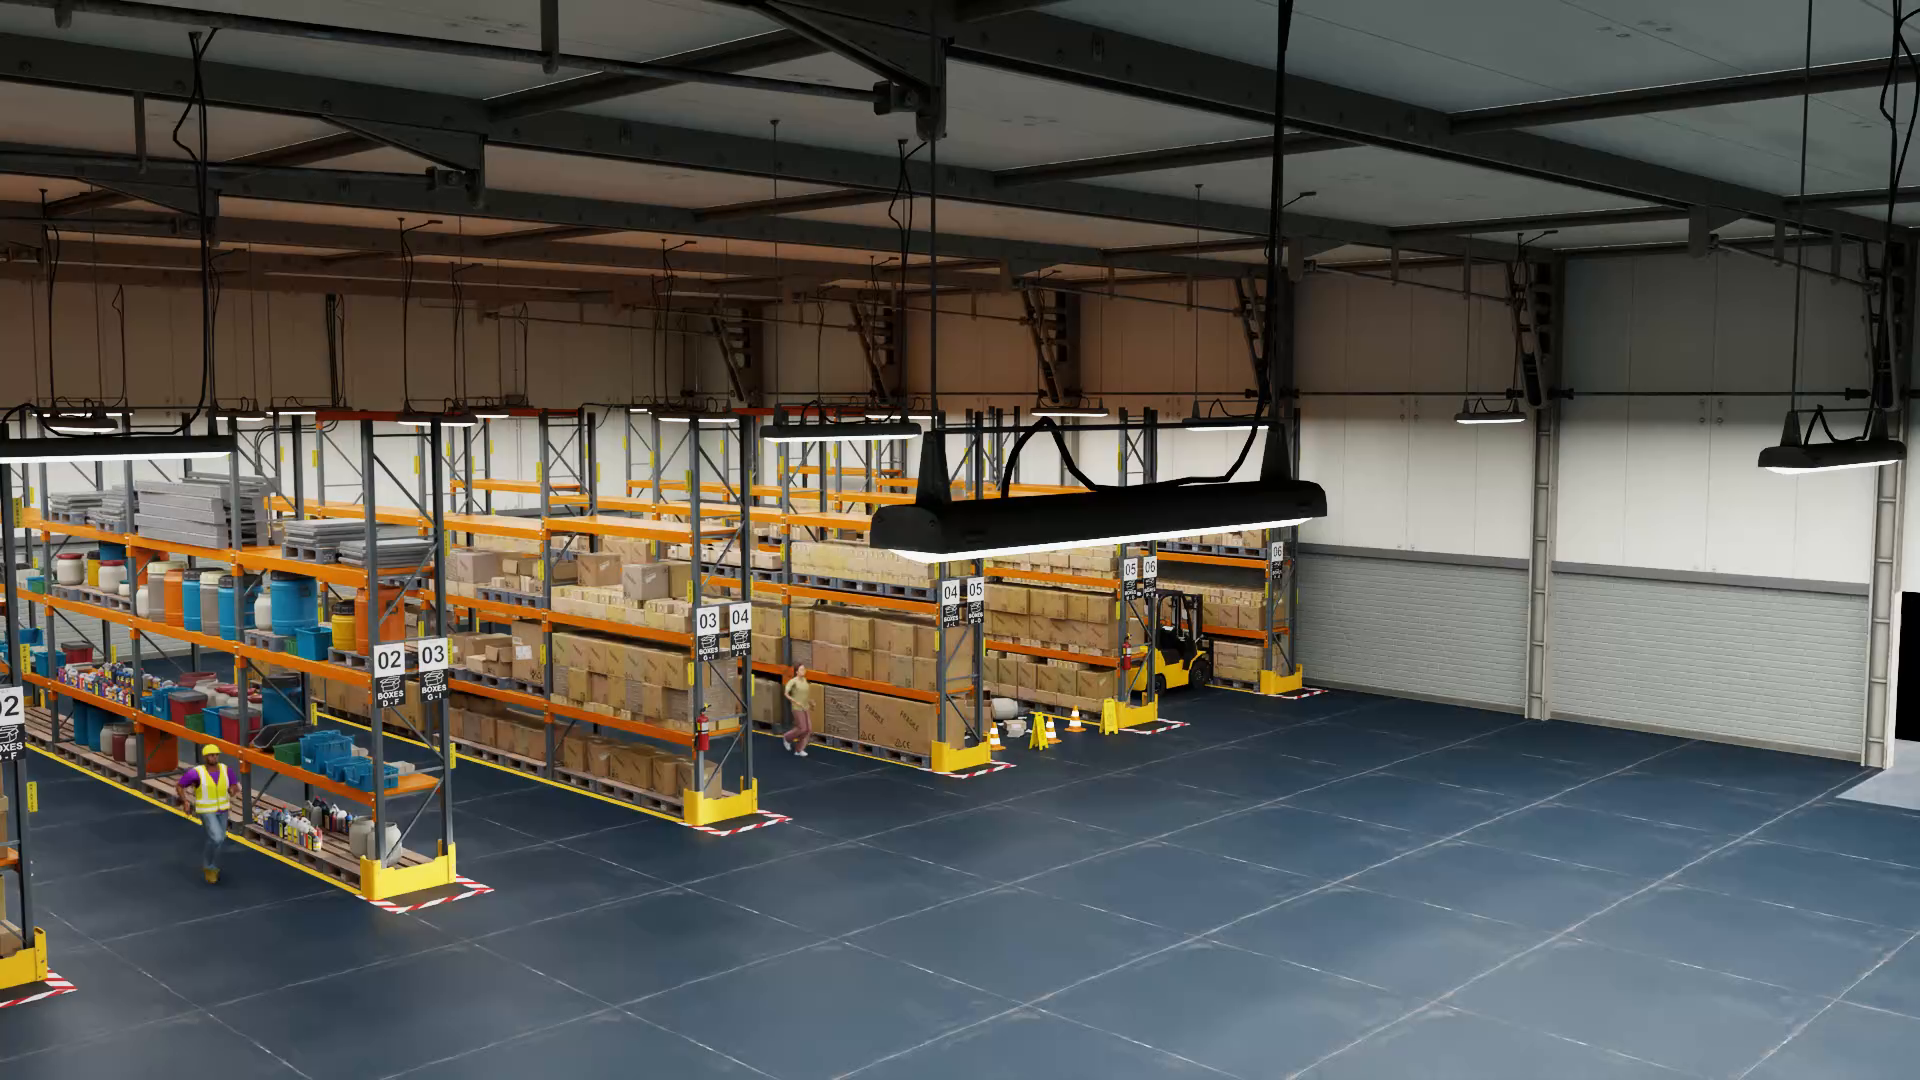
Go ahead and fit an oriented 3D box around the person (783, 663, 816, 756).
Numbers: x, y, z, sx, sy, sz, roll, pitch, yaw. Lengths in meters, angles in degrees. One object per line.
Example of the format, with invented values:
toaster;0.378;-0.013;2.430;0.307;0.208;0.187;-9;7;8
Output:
person;-2.827;2.949;29.025;0.546;1.624;0.566;4;6;35

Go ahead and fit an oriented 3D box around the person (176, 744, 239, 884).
person;-9.690;3.544;21.582;0.728;1.801;0.670;4;6;36
